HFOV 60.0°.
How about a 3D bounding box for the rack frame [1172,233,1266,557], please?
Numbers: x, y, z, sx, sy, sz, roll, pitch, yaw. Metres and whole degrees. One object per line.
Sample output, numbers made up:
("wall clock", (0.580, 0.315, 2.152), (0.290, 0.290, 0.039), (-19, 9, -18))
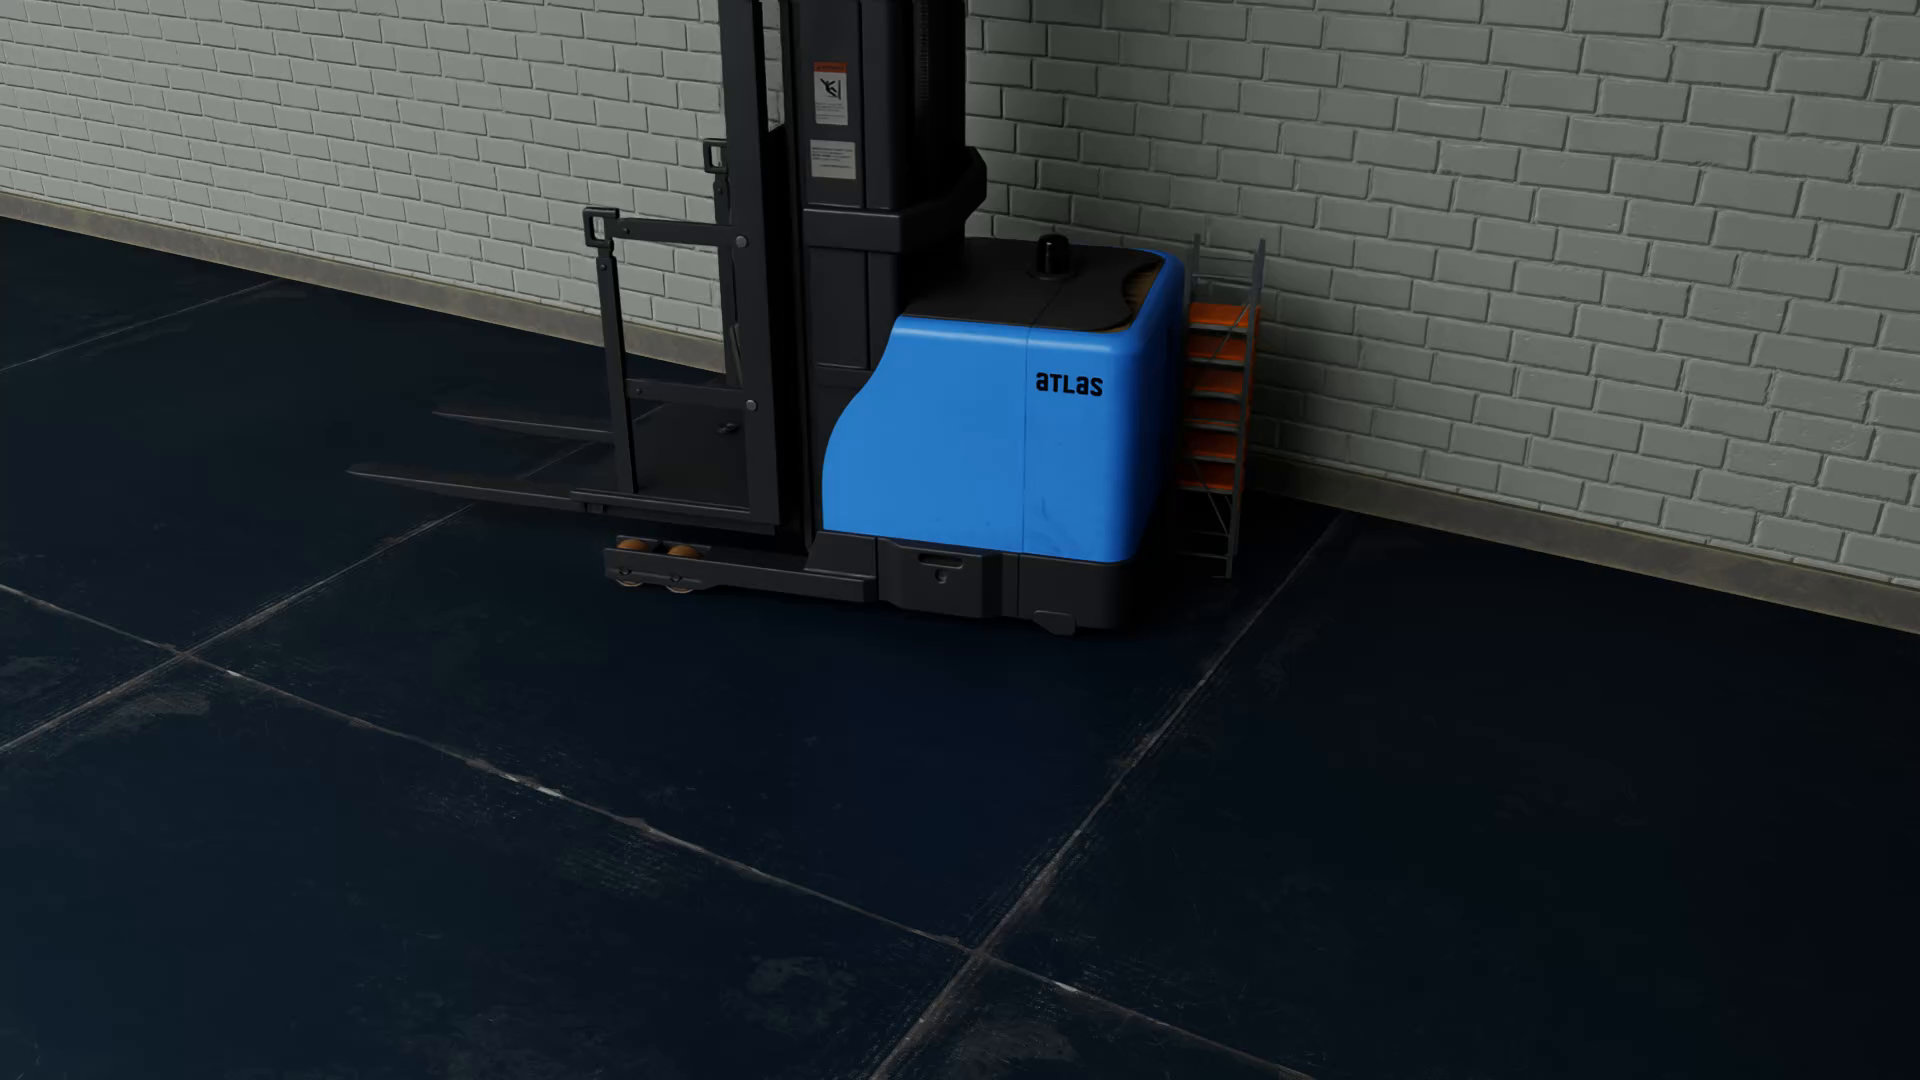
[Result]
("rack frame", (0.908, -0.490, 5.885), (0.240, 1.200, 0.006), (7, 27, 13))

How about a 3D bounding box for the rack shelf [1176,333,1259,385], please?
("rack shelf", (0.886, -0.625, 5.718), (0.258, 0.103, 0.180), (7, 27, 13))

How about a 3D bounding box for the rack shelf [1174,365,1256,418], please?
("rack shelf", (0.885, -0.517, 5.772), (0.258, 0.103, 0.180), (7, 27, 13))

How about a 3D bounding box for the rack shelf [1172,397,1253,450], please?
("rack shelf", (0.884, -0.410, 5.826), (0.258, 0.103, 0.180), (7, 27, 13))

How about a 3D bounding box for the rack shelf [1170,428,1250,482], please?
("rack shelf", (0.883, -0.303, 5.880), (0.258, 0.103, 0.180), (7, 27, 13))

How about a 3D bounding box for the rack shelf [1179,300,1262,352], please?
("rack shelf", (0.887, -0.732, 5.664), (0.258, 0.103, 0.180), (7, 27, 13))

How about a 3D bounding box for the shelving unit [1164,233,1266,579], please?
("shelving unit", (0.885, -0.450, 5.806), (0.258, 1.200, 0.189), (7, 27, 13))

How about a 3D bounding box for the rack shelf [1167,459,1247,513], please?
("rack shelf", (0.883, -0.196, 5.934), (0.258, 0.103, 0.180), (7, 27, 13))

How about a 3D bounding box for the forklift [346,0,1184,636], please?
("forklift", (-0.768, -1.341, 5.654), (3.031, 2.935, 1.130), (7, 27, 13))

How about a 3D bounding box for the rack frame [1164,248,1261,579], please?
("rack frame", (0.861, -0.410, 5.727), (0.240, 1.200, 0.006), (7, 27, 13))
